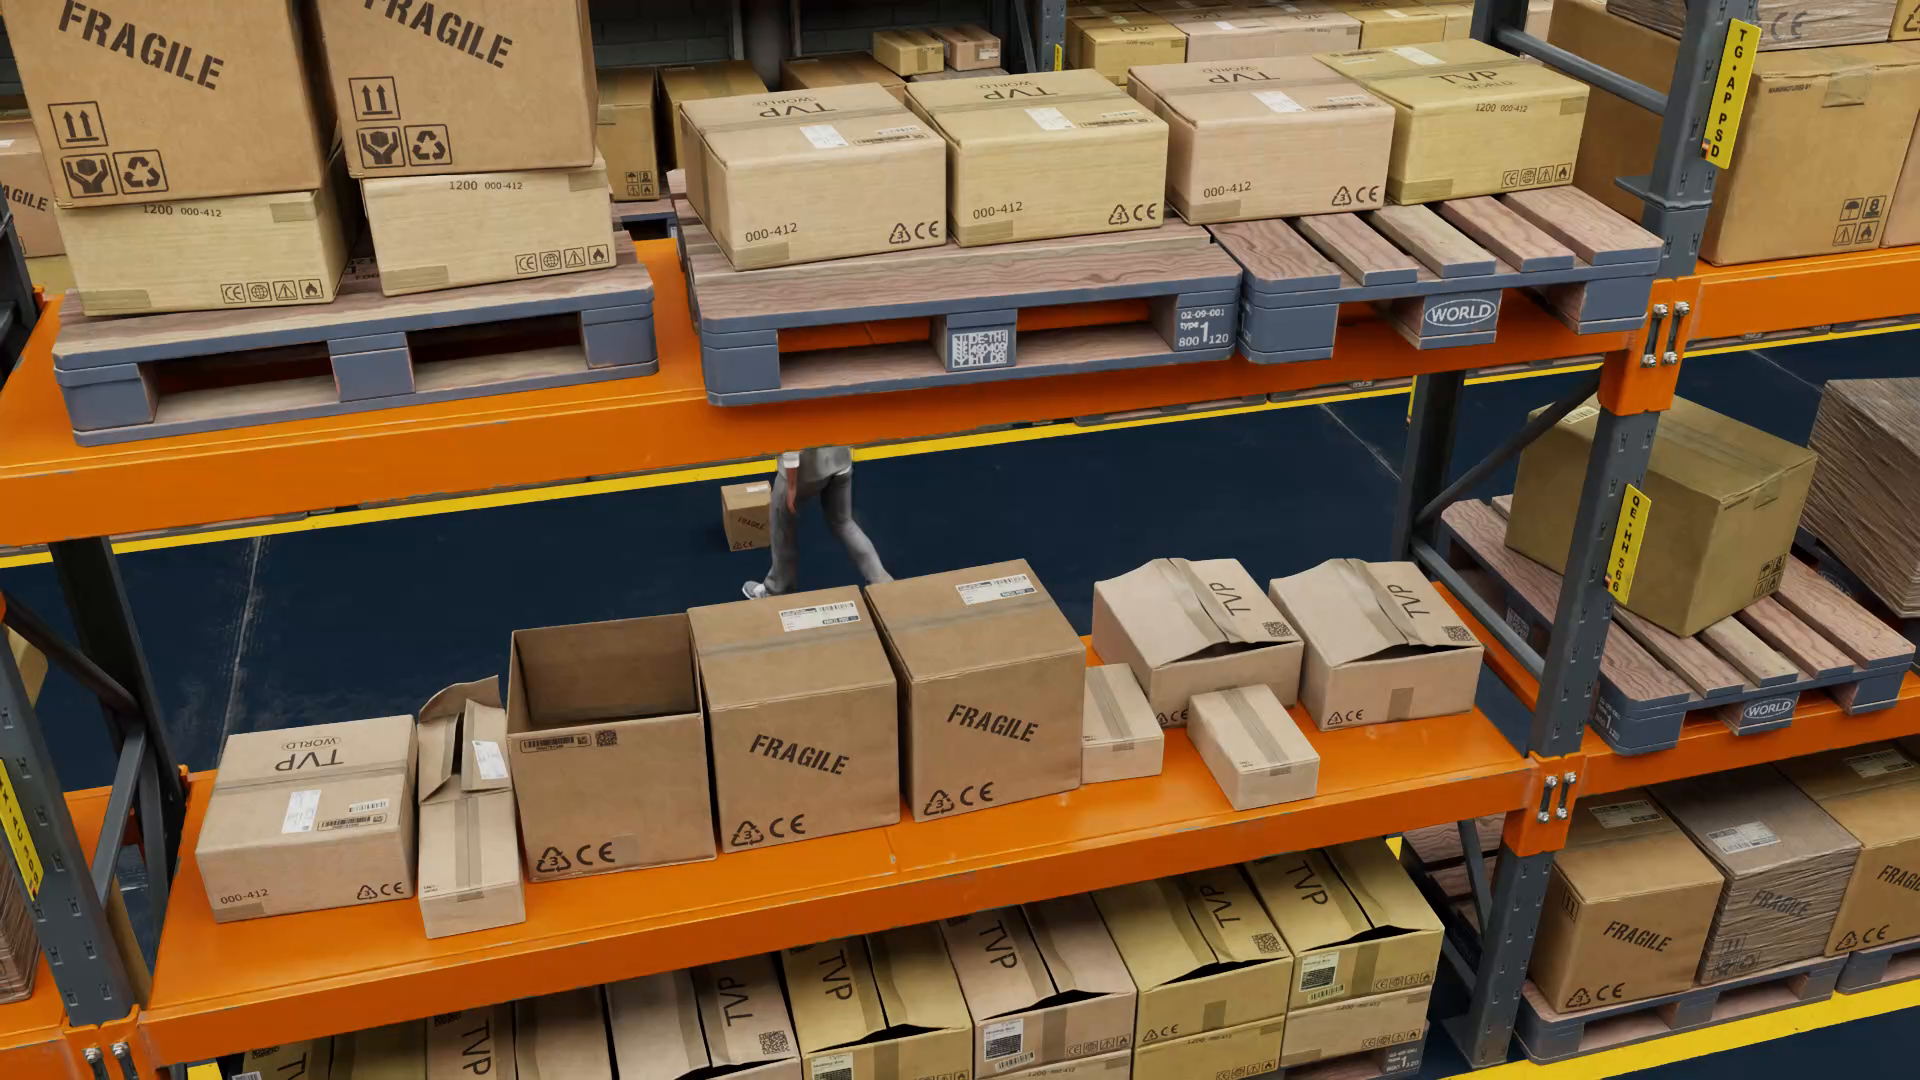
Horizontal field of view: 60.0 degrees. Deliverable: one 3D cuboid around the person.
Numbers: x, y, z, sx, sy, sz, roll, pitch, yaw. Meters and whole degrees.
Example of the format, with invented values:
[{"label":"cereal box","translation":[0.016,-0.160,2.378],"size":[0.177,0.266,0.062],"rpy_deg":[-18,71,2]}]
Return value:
[{"label":"person","translation":[-0.656,-0.331,7.571],"size":[0.791,1.557,0.441],"rpy_deg":[25,39,36]}]
